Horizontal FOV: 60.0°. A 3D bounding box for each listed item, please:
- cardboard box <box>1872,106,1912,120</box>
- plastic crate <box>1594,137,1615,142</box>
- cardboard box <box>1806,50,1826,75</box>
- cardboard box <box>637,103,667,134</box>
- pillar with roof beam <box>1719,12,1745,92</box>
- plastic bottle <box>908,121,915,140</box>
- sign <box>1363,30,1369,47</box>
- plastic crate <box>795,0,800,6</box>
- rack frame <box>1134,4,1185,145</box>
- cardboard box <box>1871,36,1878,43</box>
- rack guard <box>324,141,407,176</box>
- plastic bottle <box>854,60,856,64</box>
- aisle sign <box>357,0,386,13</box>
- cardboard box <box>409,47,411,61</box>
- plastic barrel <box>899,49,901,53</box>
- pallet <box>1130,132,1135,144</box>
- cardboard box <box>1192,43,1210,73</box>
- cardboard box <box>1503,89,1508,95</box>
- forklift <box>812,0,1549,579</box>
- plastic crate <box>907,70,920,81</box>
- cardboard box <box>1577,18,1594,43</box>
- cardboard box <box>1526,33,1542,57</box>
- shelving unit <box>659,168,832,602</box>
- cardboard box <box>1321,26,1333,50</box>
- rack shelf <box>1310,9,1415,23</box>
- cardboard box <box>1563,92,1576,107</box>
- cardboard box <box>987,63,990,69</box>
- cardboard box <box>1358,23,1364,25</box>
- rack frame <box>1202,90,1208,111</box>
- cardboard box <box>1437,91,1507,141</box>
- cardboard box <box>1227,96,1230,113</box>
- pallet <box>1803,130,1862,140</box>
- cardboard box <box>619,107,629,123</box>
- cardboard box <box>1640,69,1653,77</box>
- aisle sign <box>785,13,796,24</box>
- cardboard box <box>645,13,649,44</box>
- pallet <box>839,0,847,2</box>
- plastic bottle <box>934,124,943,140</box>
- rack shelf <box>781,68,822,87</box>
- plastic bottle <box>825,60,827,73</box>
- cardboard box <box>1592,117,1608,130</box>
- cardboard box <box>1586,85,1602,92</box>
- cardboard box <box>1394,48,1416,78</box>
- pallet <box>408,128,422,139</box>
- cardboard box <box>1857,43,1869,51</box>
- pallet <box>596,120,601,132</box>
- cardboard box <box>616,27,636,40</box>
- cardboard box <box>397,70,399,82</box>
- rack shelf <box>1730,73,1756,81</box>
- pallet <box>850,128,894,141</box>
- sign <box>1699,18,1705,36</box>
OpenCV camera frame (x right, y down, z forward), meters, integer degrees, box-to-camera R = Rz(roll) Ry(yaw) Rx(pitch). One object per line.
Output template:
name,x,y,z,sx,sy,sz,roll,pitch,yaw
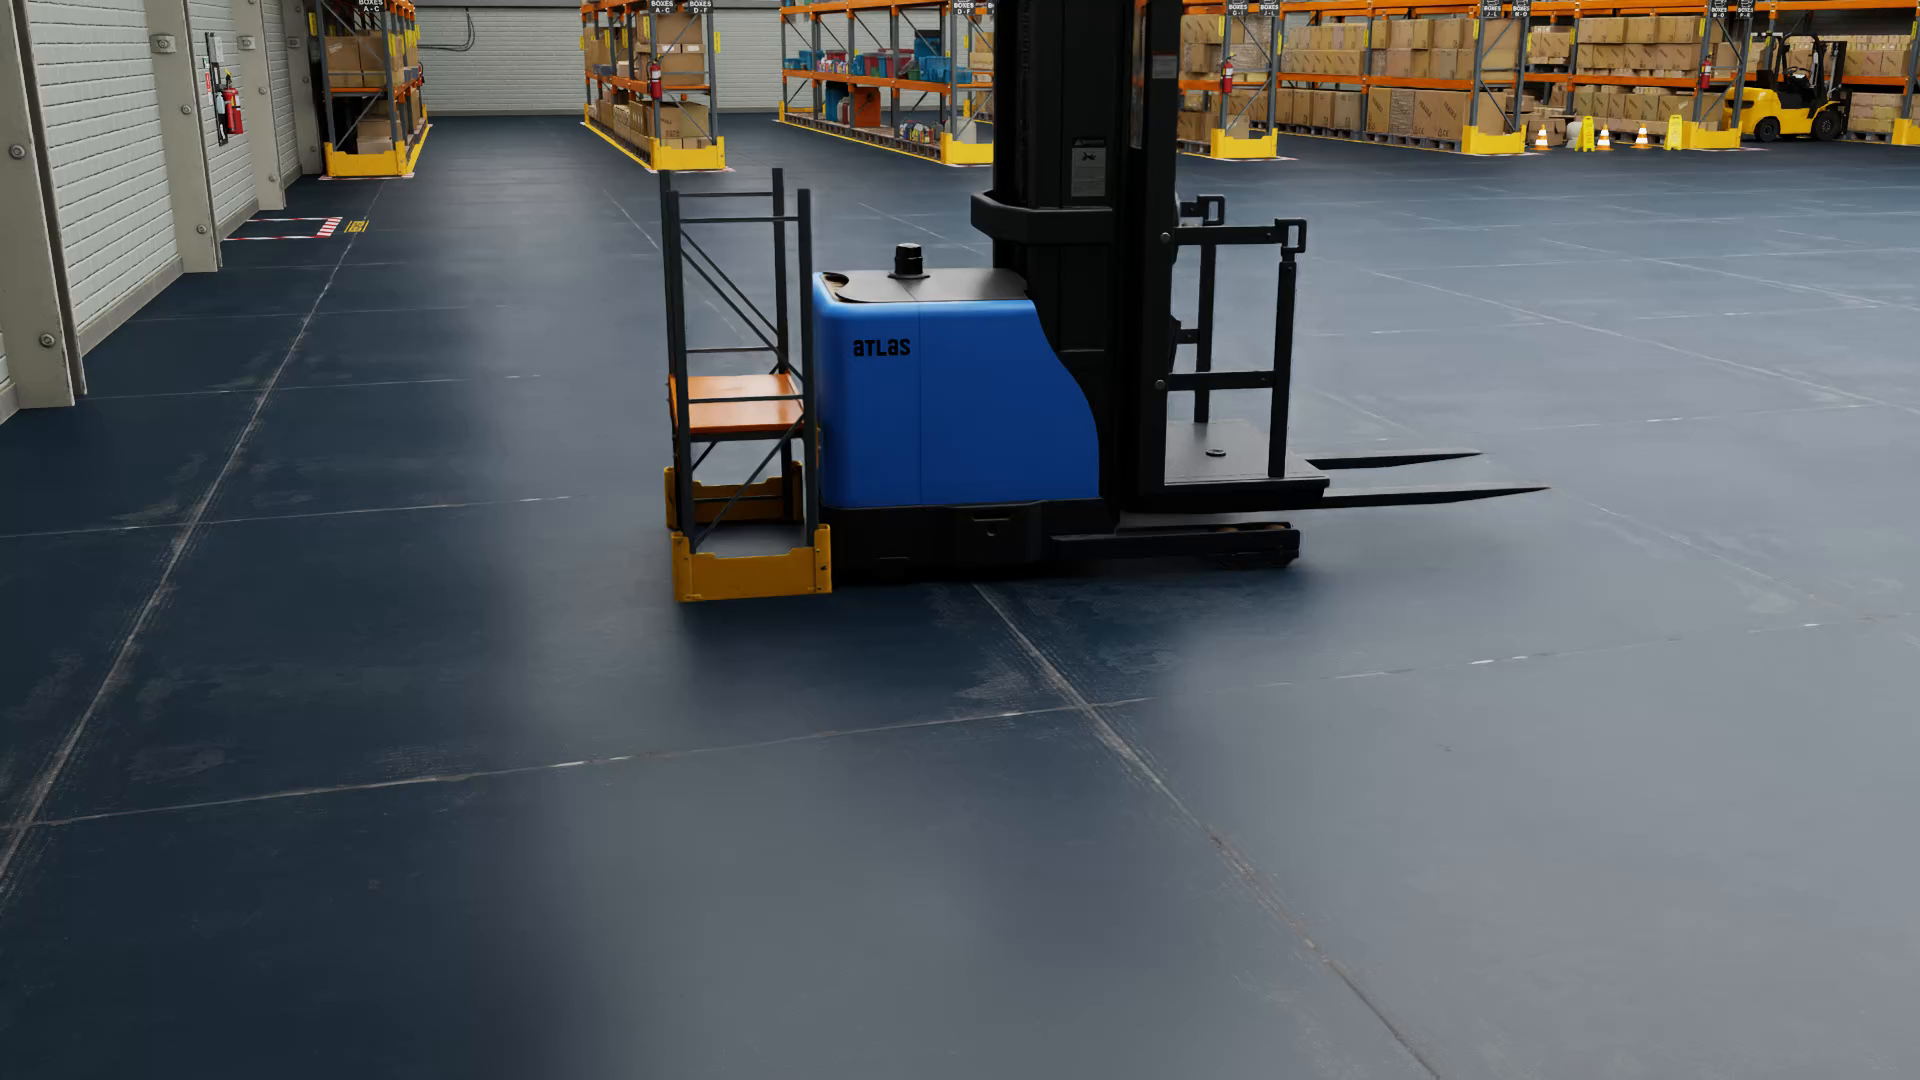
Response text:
cardboard box,18.958,-8.684,33.829,0.500,0.250,0.500,-5,17,-16
plastic crate,13.165,-8.266,34.331,0.402,0.080,0.583,-12,20,-34
cardboard box,18.464,-10.179,35.450,0.500,0.500,0.500,-5,17,-16
cardboard box,-5.292,-7.273,28.698,0.500,0.500,0.500,-5,17,-15
pillar with roof beam,14.280,-13.907,37.607,9.100,9.000,0.400,-5,17,-15
plastic bottle,-0.894,-7.622,30.953,0.144,0.351,0.185,-5,18,-18
sign,8.271,-10.215,33.870,0.100,0.325,0.005,-5,17,-15
plastic crate,-3.754,-13.050,40.175,0.437,0.282,0.530,-5,17,-15
rack frame,3.993,-9.380,32.965,1.000,3.000,0.127,-5,17,-15
cardboard box,18.899,-10.245,34.025,0.380,0.149,0.250,-5,17,-15
rack guard,-9.216,-5.923,25.800,1.175,0.500,0.348,-5,17,-15
plastic bottle,-2.387,-10.763,37.794,0.097,0.271,0.097,0,17,0
aisle sign,-8.887,-8.348,25.009,0.394,0.787,0.004,-5,17,-15
cardboard box,-11.551,-9.949,34.134,0.500,0.500,0.500,-5,17,-16
plastic barrel,-1.141,-9.658,33.654,0.433,0.535,0.433,0,17,0
pallet,3.778,-8.260,34.082,1.003,0.211,1.213,-5,17,-15
cardboard box,4.715,-8.747,30.167,0.875,0.500,0.500,-5,17,-15
cardboard box,15.319,-12.310,46.334,0.500,0.500,0.500,-4,17,-14
forklift,0.900,-1.435,6.633,3.031,2.935,1.130,-3,17,-9
plastic crate,-0.667,-8.489,30.367,0.450,0.188,0.662,-5,17,-15
cardboard box,13.434,-10.694,34.910,0.700,0.500,0.500,-5,17,-16
cardboard box,12.901,-10.945,36.753,0.500,0.500,0.500,-4,17,-13
shelving unit,-0.876,-0.654,6.522,0.587,1.500,1.083,-3,17,-11
cardboard box,8.229,-10.829,35.878,0.700,0.500,0.500,-5,17,-16
rack shelf,10.774,-14.022,44.453,1.077,0.370,4.000,-5,17,-15
cardboard box,16.167,-11.476,43.556,0.500,0.500,0.500,-5,17,-16
cardboard box,0.900,-12.029,42.221,0.380,0.149,0.250,-5,17,-17
cardboard box,10.715,-13.560,43.841,0.380,0.149,0.250,-5,17,-16
rack frame,6.592,-11.957,41.544,1.000,3.000,0.127,-5,17,-15
cardboard box,9.640,-8.004,31.346,0.875,0.875,0.875,-5,17,-15
cardboard box,6.687,-10.589,40.606,0.500,0.500,0.500,-4,17,-13
pallet,18.811,-8.660,35.415,1.003,0.211,1.213,-5,17,-15
cardboard box,-6.338,-8.261,32.314,0.500,0.311,0.500,-5,17,-16
cardboard box,13.894,-9.372,33.373,0.380,0.149,0.250,-5,17,-16
aisle sign,-4.372,-13.549,42.325,0.394,0.787,0.004,-5,17,-15
cardboard box,-4.991,-8.728,28.366,0.700,0.500,0.500,-5,17,-15
pallet,-1.984,-11.660,35.670,1.003,0.211,1.213,-5,17,-15
plastic bottle,-0.398,-7.668,31.234,0.152,0.276,0.135,-5,17,-15
rack shelf,-3.517,-11.410,40.973,1.077,0.370,4.000,-5,17,-15
plastic bottle,-3.033,-10.765,37.777,0.061,0.283,0.133,-5,17,-15
cardboard box,13.582,-8.716,34.805,0.500,0.250,0.500,-4,17,-12
cardboard box,13.401,-9.494,34.962,0.380,0.149,0.250,-4,17,-14
cardboard box,9.111,-9.406,32.790,0.875,0.550,0.550,-5,17,-15
pallet,-11.870,-8.537,35.005,1.003,0.211,1.213,-5,17,-15
cardboard box,18.741,-10.167,34.285,0.380,0.149,0.250,-5,18,-17
pallet,-7.919,-9.665,38.761,1.003,0.211,1.213,-5,17,-15
cardboard box,-7.590,-11.490,38.077,0.500,0.500,0.500,-4,17,-14
cardboard box,-9.180,-7.339,26.396,0.500,0.250,0.500,-5,18,-17
rack shelf,17.744,-10.766,38.828,1.077,0.370,4.000,-5,17,-15
pallet,-1.693,-8.542,35.022,1.003,0.211,1.213,-5,17,-15
sign,14.082,-9.725,31.550,0.100,0.325,0.005,-5,17,-15
